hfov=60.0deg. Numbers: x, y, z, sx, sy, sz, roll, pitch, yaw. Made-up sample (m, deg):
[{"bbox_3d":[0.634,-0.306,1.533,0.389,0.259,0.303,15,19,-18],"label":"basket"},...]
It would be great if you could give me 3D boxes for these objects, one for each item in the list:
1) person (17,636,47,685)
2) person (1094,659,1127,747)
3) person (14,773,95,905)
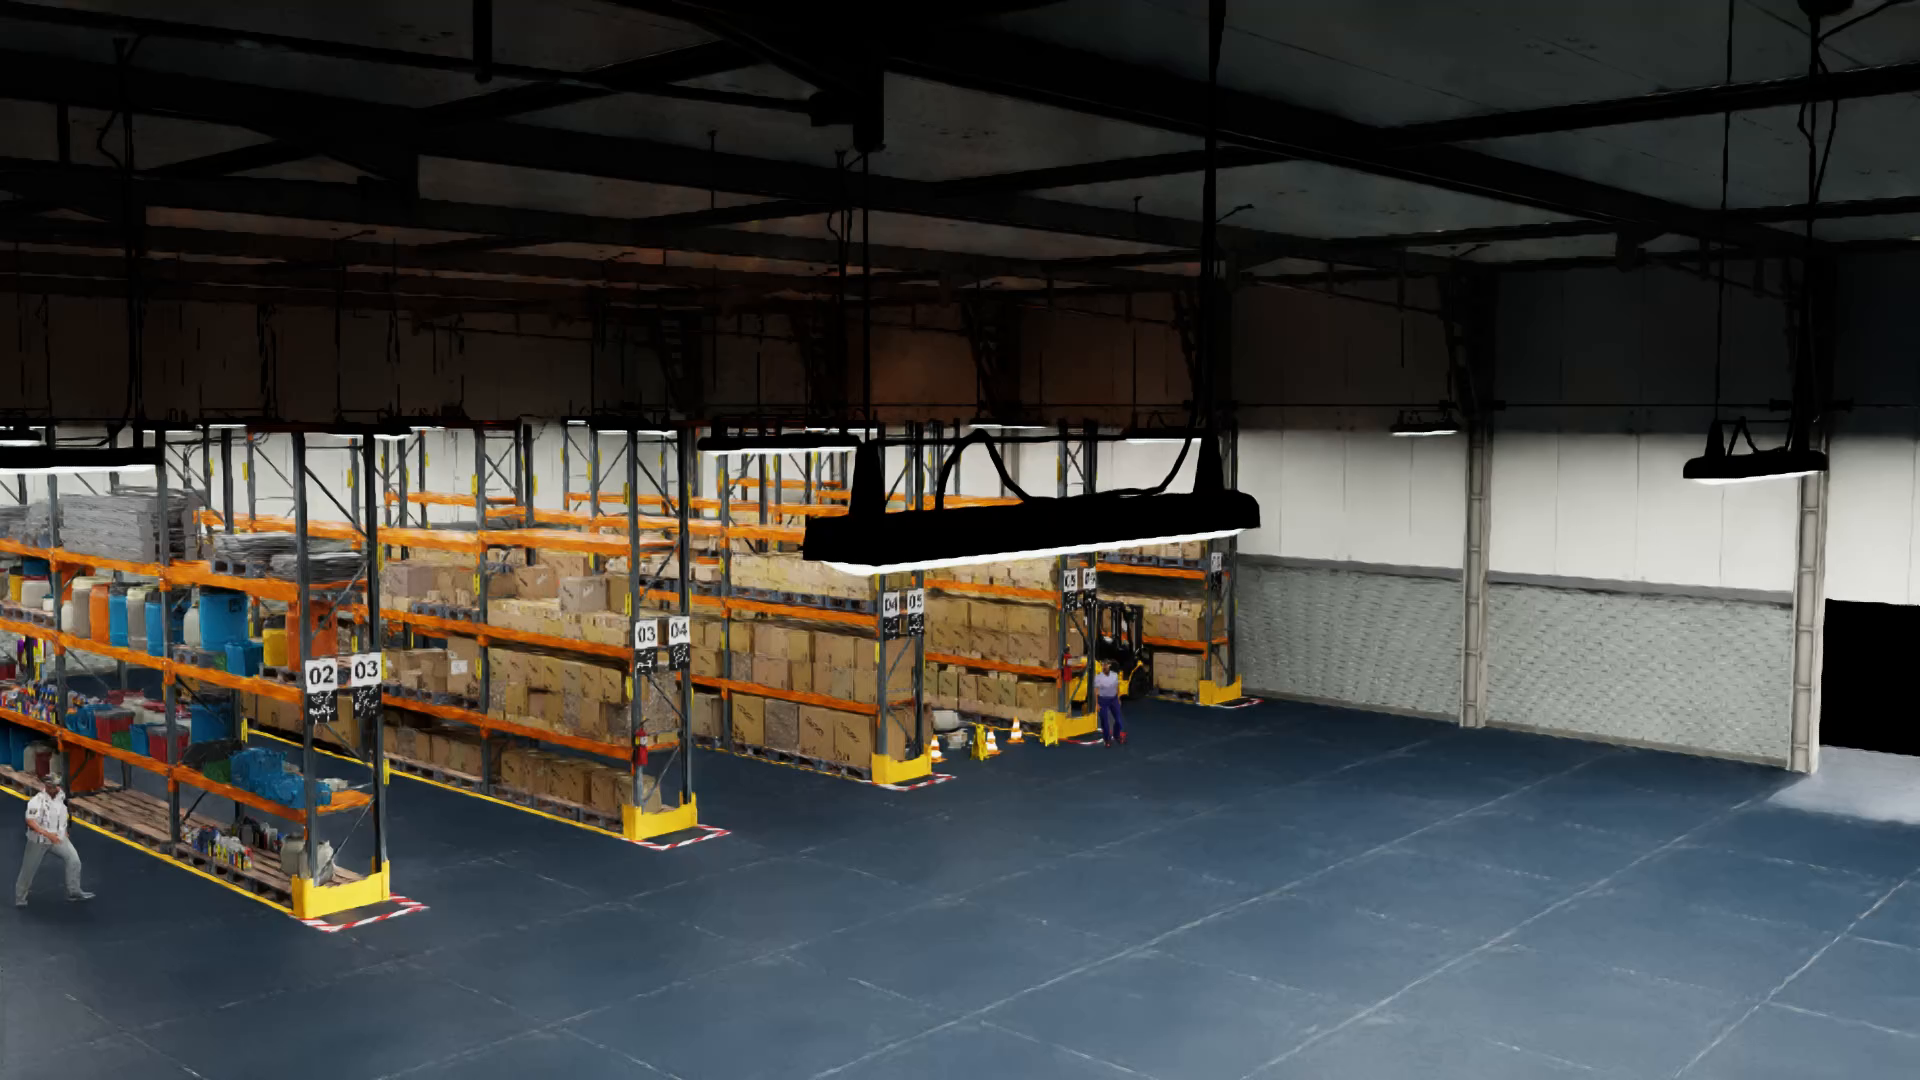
[{"bbox_3d":[-19.714,2.590,35.371,1.121,1.687,0.577,4,6,44],"label":"person"},{"bbox_3d":[2.790,3.007,30.763,0.631,1.622,0.437,0,5,-4],"label":"person"},{"bbox_3d":[-11.544,3.761,21.054,0.863,1.678,0.700,2,5,25],"label":"person"}]
